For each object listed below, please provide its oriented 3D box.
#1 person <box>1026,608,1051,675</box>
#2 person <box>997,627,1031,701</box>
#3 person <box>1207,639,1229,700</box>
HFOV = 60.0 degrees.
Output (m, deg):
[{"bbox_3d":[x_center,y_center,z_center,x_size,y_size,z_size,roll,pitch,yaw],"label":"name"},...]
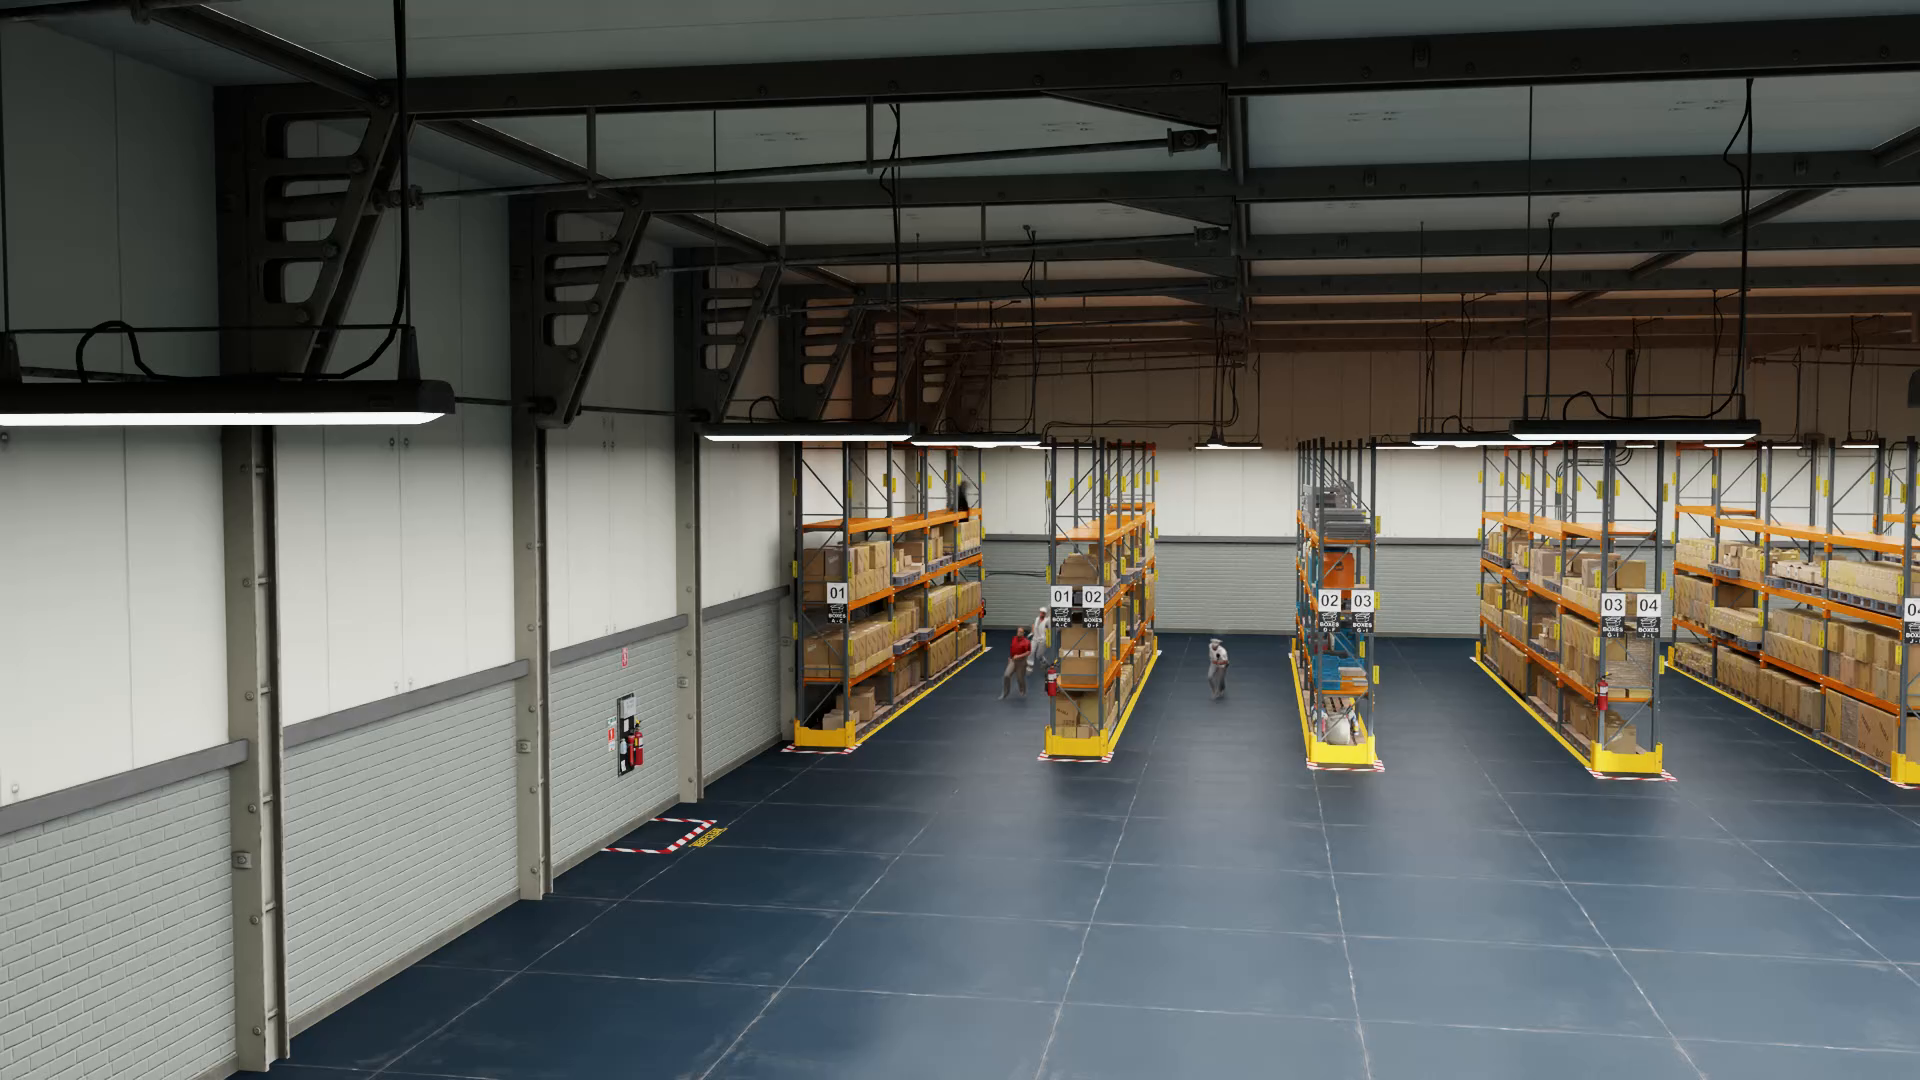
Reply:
[{"bbox_3d":[2.070,2.588,42.688,0.724,1.736,0.875,2,4,33],"label":"person"},{"bbox_3d":[1.323,2.841,38.234,0.733,1.712,0.825,2,3,29],"label":"person"},{"bbox_3d":[6.034,2.979,38.643,0.568,1.438,1.116,2,3,28],"label":"person"}]
